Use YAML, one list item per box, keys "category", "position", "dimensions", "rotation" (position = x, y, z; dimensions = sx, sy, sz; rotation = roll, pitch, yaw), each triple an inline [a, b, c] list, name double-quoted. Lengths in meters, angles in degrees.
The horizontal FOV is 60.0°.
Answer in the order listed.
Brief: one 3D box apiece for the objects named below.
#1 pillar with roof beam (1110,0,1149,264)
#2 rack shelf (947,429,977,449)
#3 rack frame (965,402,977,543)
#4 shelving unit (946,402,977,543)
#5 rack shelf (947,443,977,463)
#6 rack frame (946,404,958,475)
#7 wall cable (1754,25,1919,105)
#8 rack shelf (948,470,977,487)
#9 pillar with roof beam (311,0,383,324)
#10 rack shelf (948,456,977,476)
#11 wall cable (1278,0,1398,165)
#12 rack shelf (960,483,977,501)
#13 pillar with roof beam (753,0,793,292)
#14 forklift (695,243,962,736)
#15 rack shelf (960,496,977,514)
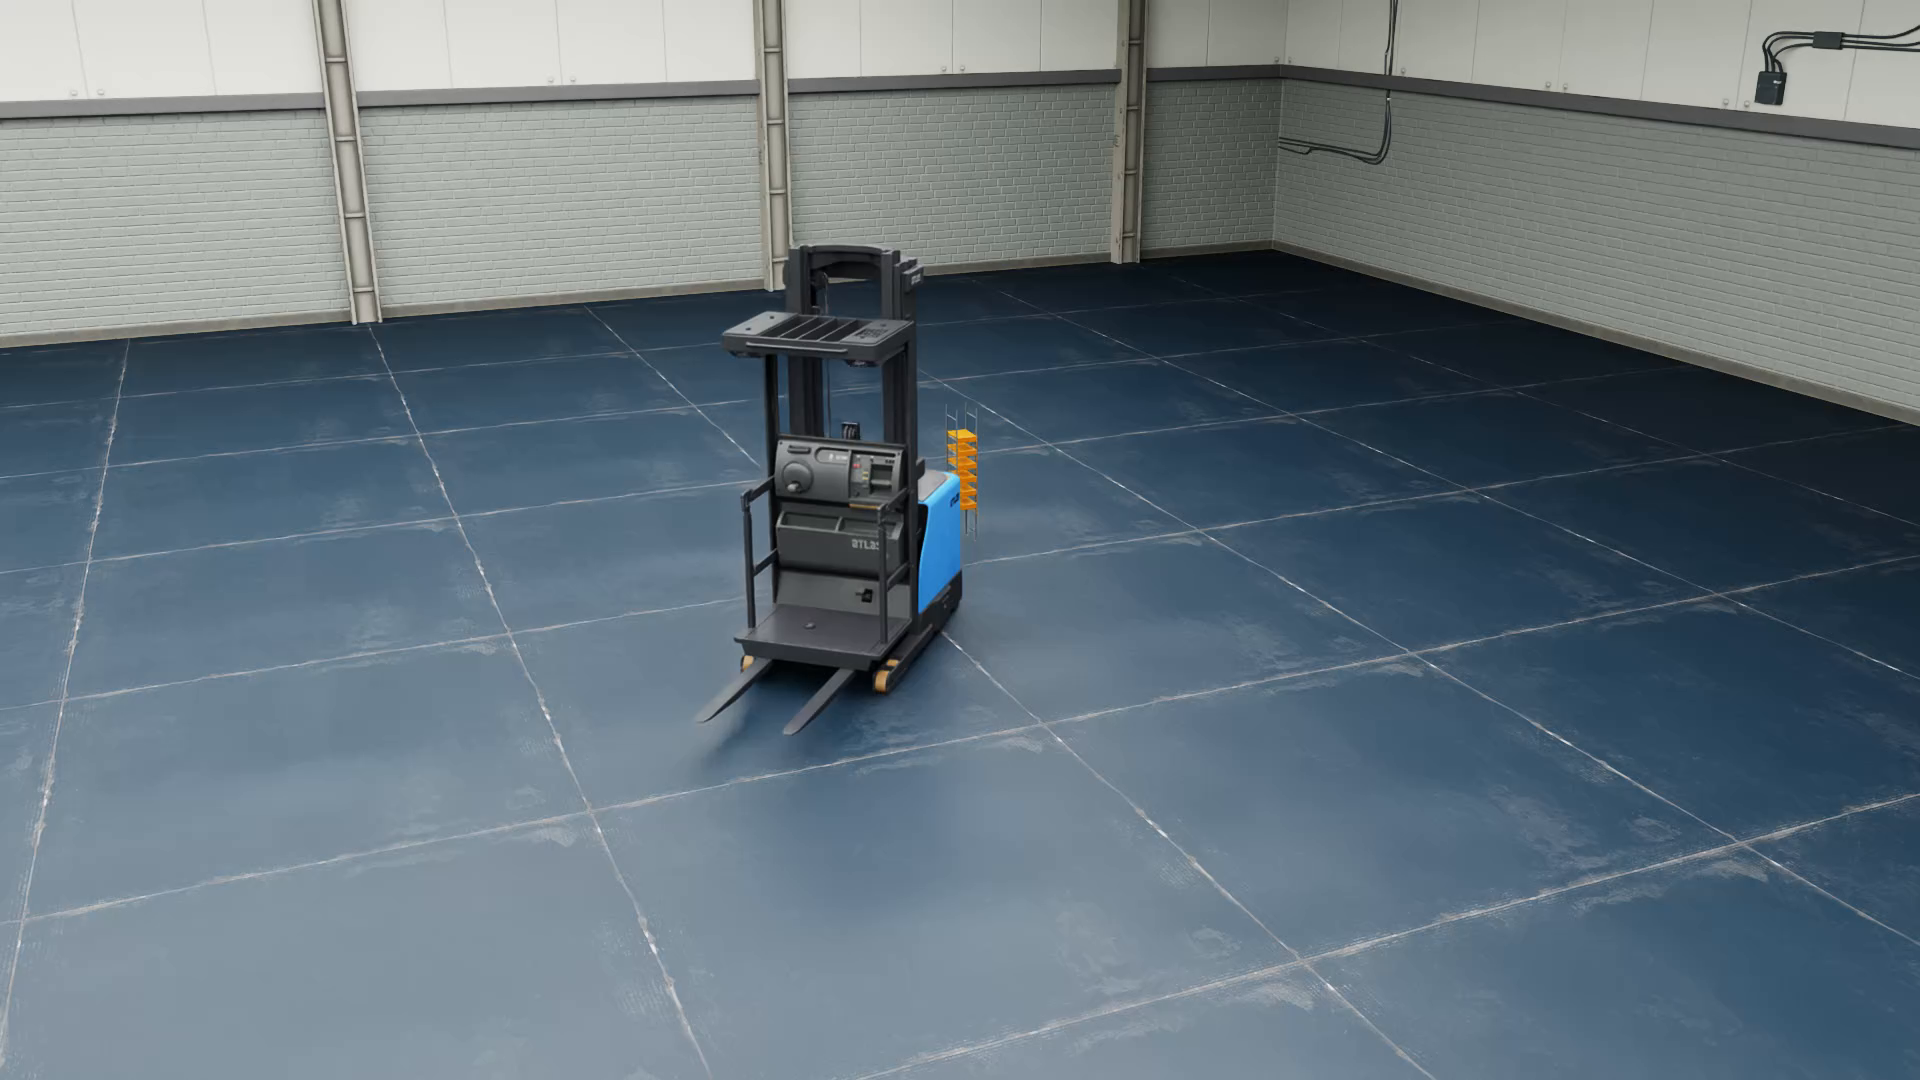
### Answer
- category: "pillar with roof beam"
  position: [4.449, -7.563, 22.453]
  dimensions: [0.400, 9.000, 9.100]
  rotation: [-8, 21, -22]
- category: "rack shelf"
  position: [0.013, -0.866, 14.223]
  dimensions: [0.180, 0.103, 0.258]
  rotation: [-8, 21, -22]
- category: "rack frame"
  position: [0.097, -0.580, 14.362]
  dimensions: [0.006, 1.200, 0.240]
  rotation: [-8, 21, -22]
- category: "shelving unit"
  position: [0.013, -0.568, 14.328]
  dimensions: [0.189, 1.200, 0.258]
  rotation: [-8, 21, -22]
- category: "rack shelf"
  position: [0.013, -0.752, 14.263]
  dimensions: [0.180, 0.103, 0.258]
  rotation: [-8, 21, -22]
- category: "rack frame"
  position: [-0.071, -0.556, 14.294]
  dimensions: [0.006, 1.200, 0.240]
  rotation: [-8, 21, -22]
- category: "wall cable"
  position: [9.719, -7.568, 17.344]
  dimensions: [0.169, 6.003, 2.305]
  rotation: [-8, 21, -22]
- category: "rack shelf"
  position: [0.013, -0.526, 14.343]
  dimensions: [0.180, 0.103, 0.258]
  rotation: [-8, 21, -22]
- category: "pillar with roof beam"
  position: [-6.569, -5.985, 17.970]
  dimensions: [0.400, 9.000, 9.100]
  rotation: [-8, 21, -22]
- category: "rack shelf"
  position: [0.013, -0.639, 14.303]
  dimensions: [0.180, 0.103, 0.258]
  rotation: [-8, 21, -22]
- category: "wall cable"
  position: [5.973, -7.396, 26.653]
  dimensions: [0.112, 2.526, 3.097]
  rotation: [-8, 21, -22]
- category: "rack shelf"
  position: [0.013, -0.413, 14.383]
  dimensions: [0.180, 0.103, 0.258]
  rotation: [-8, 21, -22]
- category: "pillar with roof beam"
  position: [-1.060, -6.774, 20.212]
  dimensions: [0.400, 9.000, 9.100]
  rotation: [-8, 21, -22]
- category: "forklift"
  position: [-0.913, -0.466, 11.434]
  dimensions: [1.130, 2.935, 3.031]
  rotation: [6, 20, 17]
- category: "rack shelf"
  position: [0.013, -0.300, 14.423]
  dimensions: [0.180, 0.103, 0.258]
  rotation: [-8, 21, -22]
